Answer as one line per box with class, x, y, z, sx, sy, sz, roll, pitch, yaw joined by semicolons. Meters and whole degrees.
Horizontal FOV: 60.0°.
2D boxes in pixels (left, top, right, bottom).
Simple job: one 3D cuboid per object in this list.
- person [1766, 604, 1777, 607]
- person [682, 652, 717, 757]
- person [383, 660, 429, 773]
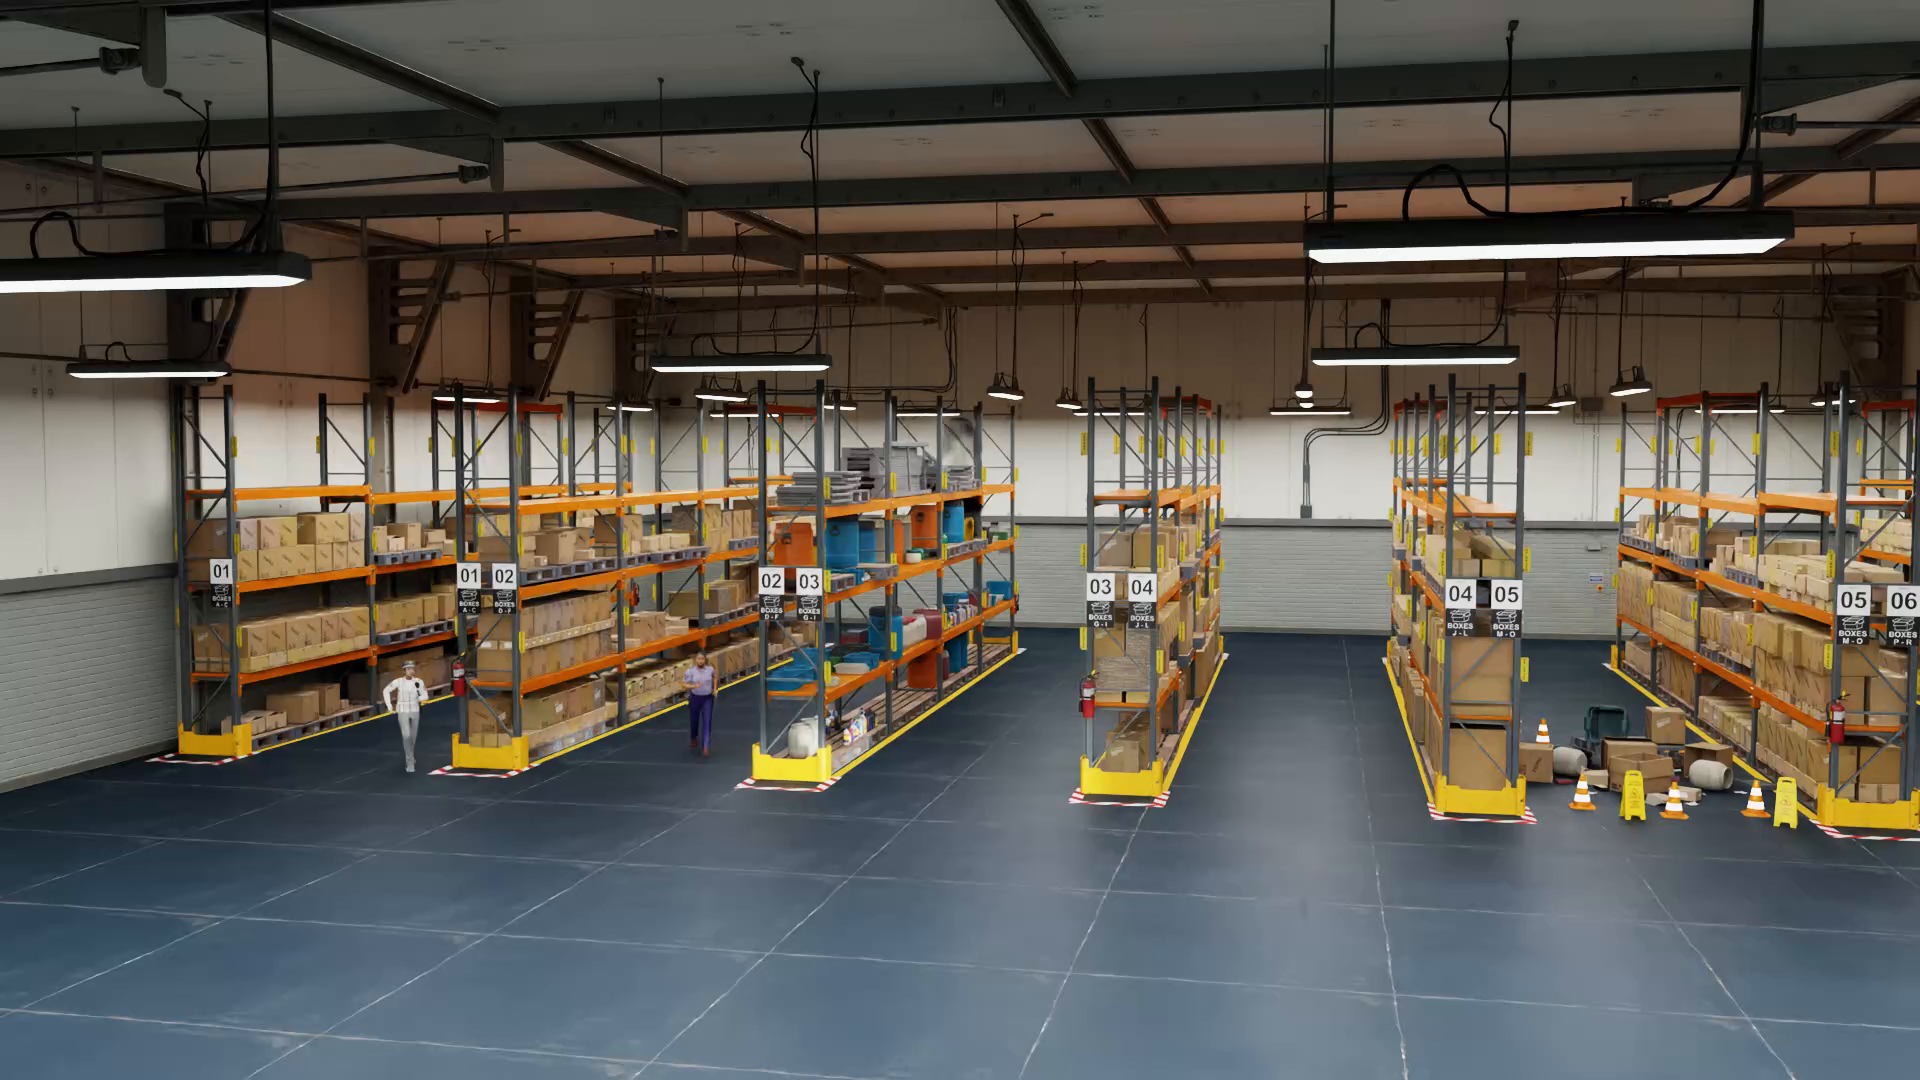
person;16.992;2.183;34.710;0.630;1.811;0.827;0;3;1
person;-4.230;2.647;27.087;0.598;1.639;0.893;-1;3;-14
person;-8.579;2.726;25.855;0.618;1.729;0.800;-2;4;-34
